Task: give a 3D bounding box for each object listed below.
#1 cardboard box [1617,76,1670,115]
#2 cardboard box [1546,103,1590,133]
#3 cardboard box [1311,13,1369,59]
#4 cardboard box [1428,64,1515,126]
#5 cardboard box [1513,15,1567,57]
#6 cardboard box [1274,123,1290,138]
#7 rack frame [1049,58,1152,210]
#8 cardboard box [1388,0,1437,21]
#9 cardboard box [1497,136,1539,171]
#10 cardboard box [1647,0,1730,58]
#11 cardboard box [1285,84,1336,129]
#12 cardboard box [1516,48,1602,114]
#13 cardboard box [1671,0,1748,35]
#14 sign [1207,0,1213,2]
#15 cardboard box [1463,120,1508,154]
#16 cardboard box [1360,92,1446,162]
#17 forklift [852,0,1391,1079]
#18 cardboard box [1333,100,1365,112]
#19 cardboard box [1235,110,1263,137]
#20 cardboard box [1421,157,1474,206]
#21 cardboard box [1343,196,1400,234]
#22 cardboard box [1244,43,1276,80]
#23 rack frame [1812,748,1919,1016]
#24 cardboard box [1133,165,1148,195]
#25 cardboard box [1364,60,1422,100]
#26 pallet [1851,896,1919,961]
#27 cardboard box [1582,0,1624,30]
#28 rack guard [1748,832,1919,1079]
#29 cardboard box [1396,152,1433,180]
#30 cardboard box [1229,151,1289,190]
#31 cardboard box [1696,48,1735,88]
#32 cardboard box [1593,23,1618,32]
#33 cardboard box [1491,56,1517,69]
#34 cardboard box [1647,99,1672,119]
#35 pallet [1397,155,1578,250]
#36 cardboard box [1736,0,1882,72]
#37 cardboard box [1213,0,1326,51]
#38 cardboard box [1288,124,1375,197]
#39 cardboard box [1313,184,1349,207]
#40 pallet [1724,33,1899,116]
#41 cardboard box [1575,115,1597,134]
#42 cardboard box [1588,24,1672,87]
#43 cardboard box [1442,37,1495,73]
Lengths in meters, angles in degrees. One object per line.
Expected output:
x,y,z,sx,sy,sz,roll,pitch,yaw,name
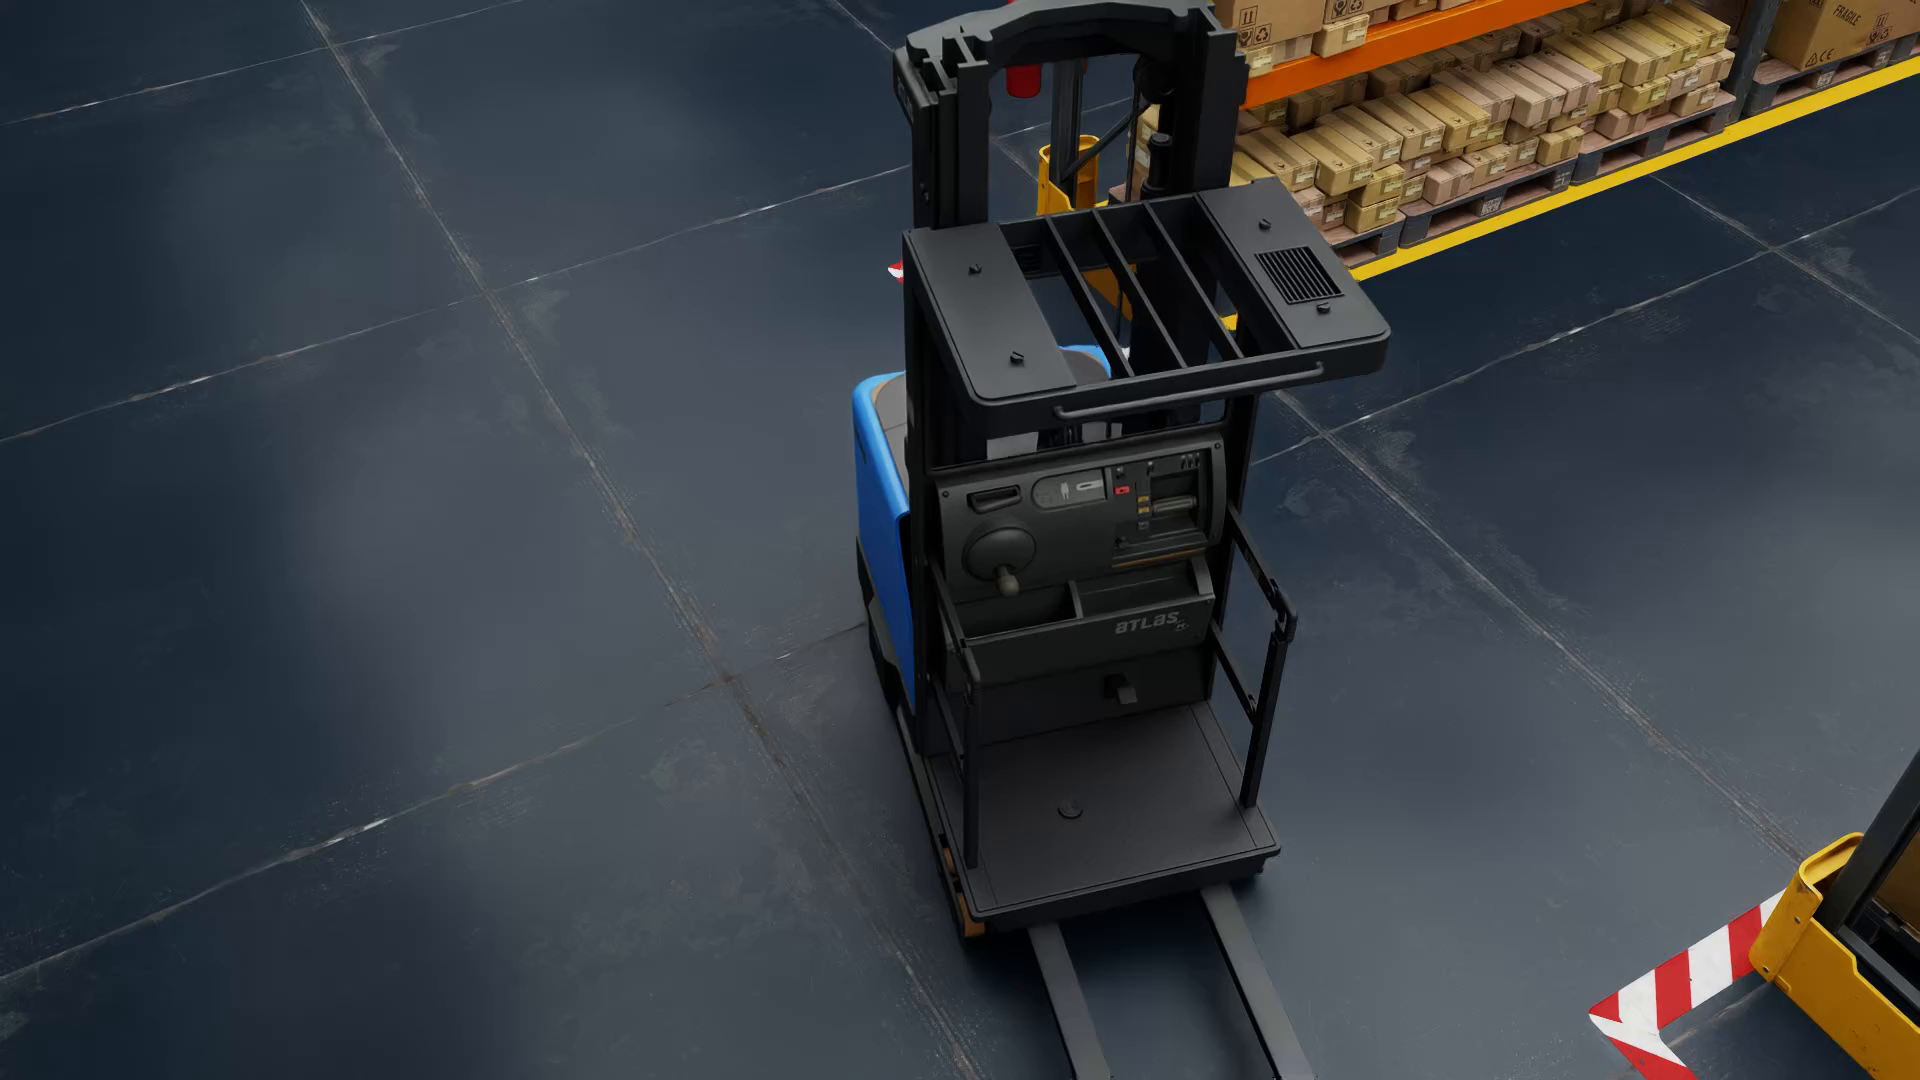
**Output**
3.658,-2.514,9.148,0.250,0.149,0.380,-23,49,-22,cardboard box
3.181,-2.386,9.016,0.250,0.149,0.380,-21,48,-20,cardboard box
1.661,-2.397,7.676,0.250,0.149,0.380,-23,49,-22,cardboard box
2.682,-2.330,8.745,0.250,0.149,0.380,-22,48,-21,cardboard box
3.145,-2.851,9.282,0.250,0.149,0.380,-23,49,-22,cardboard box
1.522,-2.170,8.793,0.250,0.149,0.380,-24,49,-23,cardboard box
0.757,-2.398,7.497,0.127,3.000,1.000,-22,48,-21,rack frame
2.065,-2.649,7.936,0.250,0.149,0.380,-22,48,-21,cardboard box
2.897,-2.163,9.000,0.250,0.149,0.380,-21,48,-20,cardboard box
4.046,-2.847,9.277,0.250,0.149,0.380,-20,48,-20,cardboard box
1.753,-2.347,8.762,0.250,0.149,0.380,-24,49,-22,cardboard box
3.179,-2.451,8.869,0.250,0.149,0.380,-24,49,-23,cardboard box
4.741,-3.449,10.073,0.500,0.500,0.500,-23,49,-22,cardboard box
1.027,-2.382,6.858,0.005,0.325,0.100,-22,48,-21,sign
2.685,-2.239,8.864,0.250,0.149,0.380,-20,47,-19,cardboard box
2.260,-2.121,8.530,0.250,0.149,0.380,-20,48,-19,cardboard box
0.445,0.017,5.057,1.130,2.935,3.031,-10,45,-10,forklift
1.964,-2.357,8.986,0.250,0.149,0.380,-21,48,-20,cardboard box
1.336,-2.129,8.537,0.250,0.149,0.380,-21,48,-20,cardboard box
2.478,-1.948,8.778,0.250,0.149,0.380,-24,49,-23,cardboard box
2.045,-1.768,8.592,0.250,0.149,0.380,-21,48,-20,cardboard box
1.201,-2.223,7.496,0.250,0.149,0.380,-22,48,-21,cardboard box
3.140,0.632,4.375,0.127,3.000,1.000,-22,48,-21,rack frame
1.109,-1.835,8.662,0.250,0.149,0.380,-21,48,-20,cardboard box
2.242,-2.498,8.918,0.250,0.149,0.380,-23,49,-22,cardboard box
3.794,1.308,5.680,1.213,0.211,1.003,-22,48,-21,pallet
3.555,-3.073,9.511,0.250,0.149,0.380,-20,47,-19,cardboard box
3.119,1.537,5.237,0.348,0.500,1.175,-22,48,-21,rack guard
2.232,-2.032,8.651,0.250,0.149,0.380,-24,49,-23,cardboard box
1.380,-1.716,8.112,0.250,0.149,0.380,-24,49,-23,cardboard box
4.110,-2.719,9.360,0.250,0.149,0.380,-21,48,-20,cardboard box
3.576,-2.946,9.593,0.250,0.149,0.380,-21,48,-21,cardboard box
2.897,-2.667,9.305,0.250,0.149,0.380,-20,47,-19,cardboard box
3.788,-2.532,9.381,0.250,0.149,0.380,-21,48,-20,cardboard box
2.601,-2.105,9.197,1.213,0.211,1.003,-22,48,-21,pallet
4.998,-3.136,9.750,0.500,0.500,0.500,-20,48,-19,cardboard box
1.283,-2.530,7.347,0.500,0.500,0.500,-20,47,-19,cardboard box
1.841,-1.895,8.296,0.250,0.149,0.380,-22,48,-21,cardboard box
1.772,-1.859,8.473,0.250,0.149,0.380,-21,48,-20,cardboard box
4.899,-3.057,10.177,1.213,0.211,1.003,-22,48,-21,pallet
3.302,-2.384,9.227,0.250,0.149,0.380,-23,49,-22,cardboard box
3.632,-2.644,9.068,0.250,0.149,0.380,-22,48,-21,cardboard box
2.689,-2.668,9.093,0.250,0.149,0.380,-24,49,-23,cardboard box
